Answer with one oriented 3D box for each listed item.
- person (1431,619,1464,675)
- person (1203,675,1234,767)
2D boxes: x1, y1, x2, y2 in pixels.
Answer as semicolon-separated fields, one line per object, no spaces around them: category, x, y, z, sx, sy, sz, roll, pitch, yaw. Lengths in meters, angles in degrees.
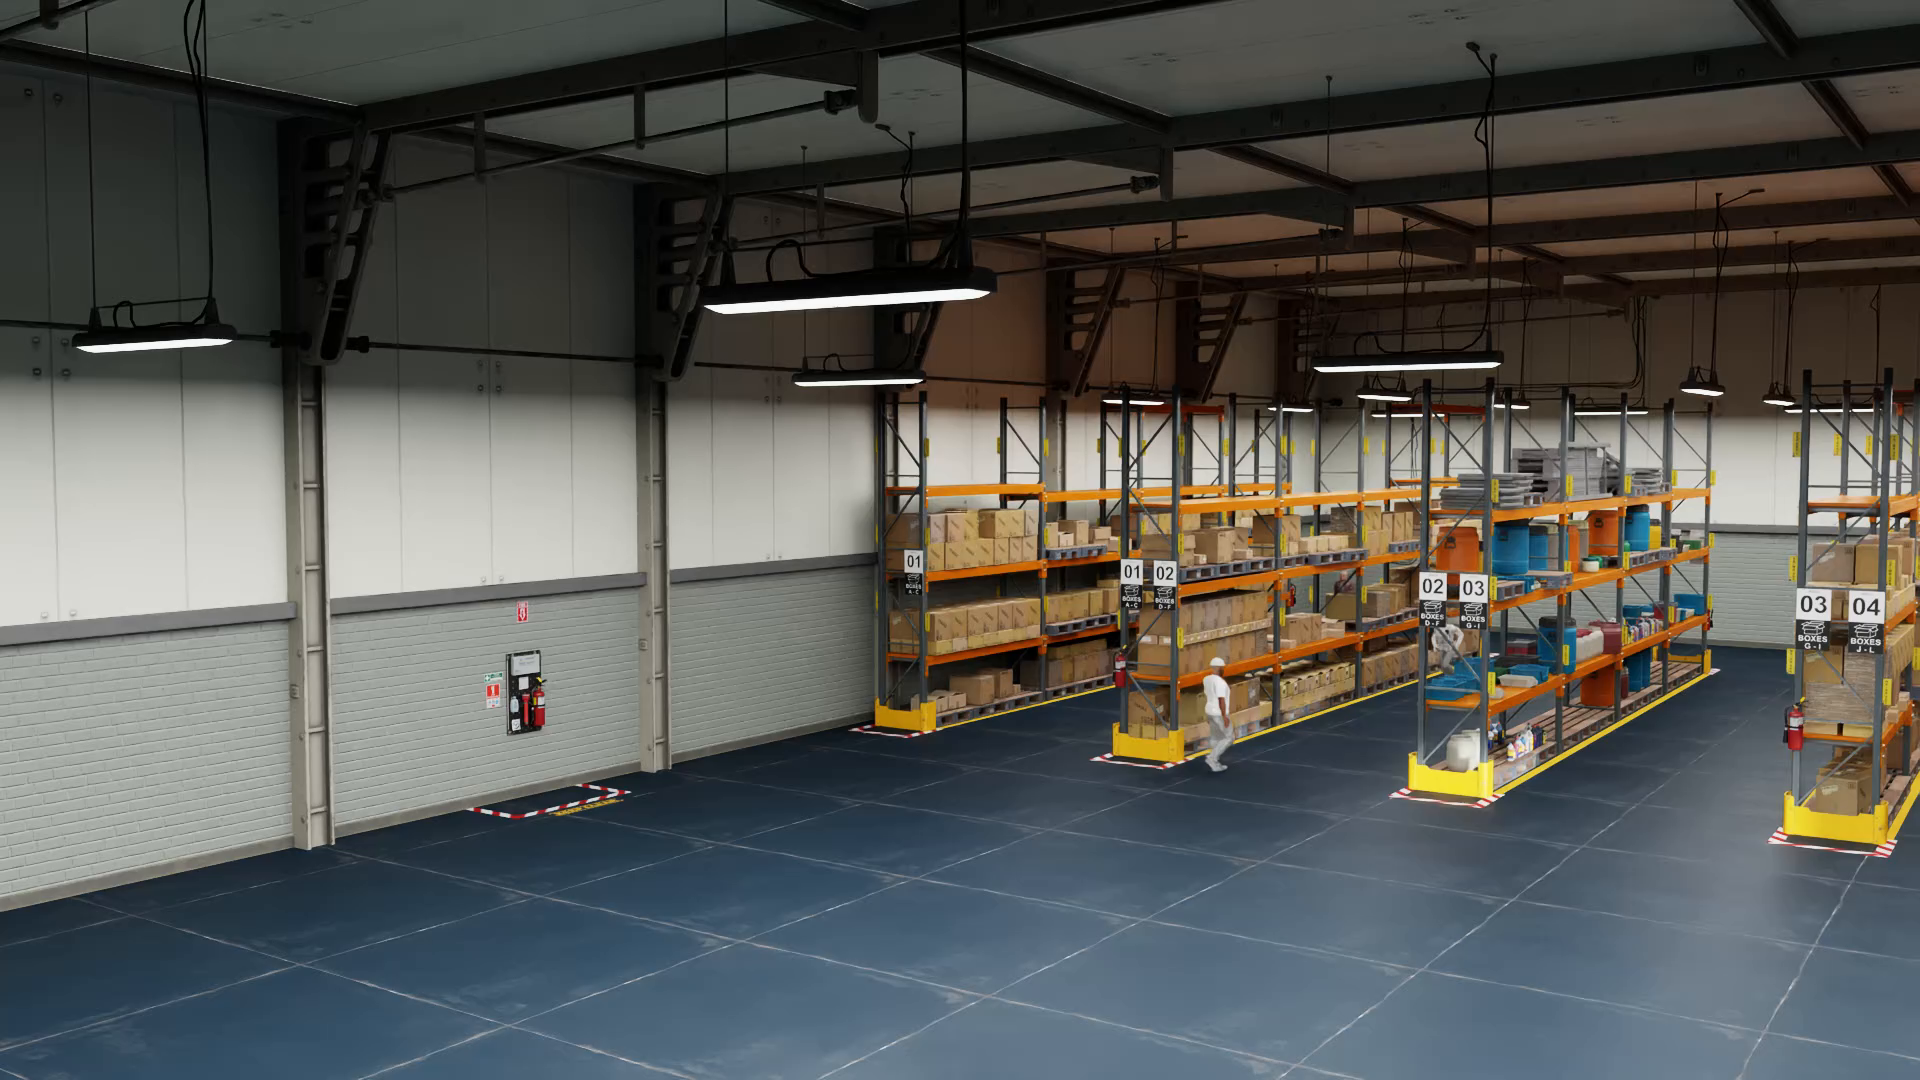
person;10.171;2.310;34.620;0.658;1.553;0.652;3;4;44
person;3.945;2.813;25.728;0.446;1.413;0.582;-1;3;-20
